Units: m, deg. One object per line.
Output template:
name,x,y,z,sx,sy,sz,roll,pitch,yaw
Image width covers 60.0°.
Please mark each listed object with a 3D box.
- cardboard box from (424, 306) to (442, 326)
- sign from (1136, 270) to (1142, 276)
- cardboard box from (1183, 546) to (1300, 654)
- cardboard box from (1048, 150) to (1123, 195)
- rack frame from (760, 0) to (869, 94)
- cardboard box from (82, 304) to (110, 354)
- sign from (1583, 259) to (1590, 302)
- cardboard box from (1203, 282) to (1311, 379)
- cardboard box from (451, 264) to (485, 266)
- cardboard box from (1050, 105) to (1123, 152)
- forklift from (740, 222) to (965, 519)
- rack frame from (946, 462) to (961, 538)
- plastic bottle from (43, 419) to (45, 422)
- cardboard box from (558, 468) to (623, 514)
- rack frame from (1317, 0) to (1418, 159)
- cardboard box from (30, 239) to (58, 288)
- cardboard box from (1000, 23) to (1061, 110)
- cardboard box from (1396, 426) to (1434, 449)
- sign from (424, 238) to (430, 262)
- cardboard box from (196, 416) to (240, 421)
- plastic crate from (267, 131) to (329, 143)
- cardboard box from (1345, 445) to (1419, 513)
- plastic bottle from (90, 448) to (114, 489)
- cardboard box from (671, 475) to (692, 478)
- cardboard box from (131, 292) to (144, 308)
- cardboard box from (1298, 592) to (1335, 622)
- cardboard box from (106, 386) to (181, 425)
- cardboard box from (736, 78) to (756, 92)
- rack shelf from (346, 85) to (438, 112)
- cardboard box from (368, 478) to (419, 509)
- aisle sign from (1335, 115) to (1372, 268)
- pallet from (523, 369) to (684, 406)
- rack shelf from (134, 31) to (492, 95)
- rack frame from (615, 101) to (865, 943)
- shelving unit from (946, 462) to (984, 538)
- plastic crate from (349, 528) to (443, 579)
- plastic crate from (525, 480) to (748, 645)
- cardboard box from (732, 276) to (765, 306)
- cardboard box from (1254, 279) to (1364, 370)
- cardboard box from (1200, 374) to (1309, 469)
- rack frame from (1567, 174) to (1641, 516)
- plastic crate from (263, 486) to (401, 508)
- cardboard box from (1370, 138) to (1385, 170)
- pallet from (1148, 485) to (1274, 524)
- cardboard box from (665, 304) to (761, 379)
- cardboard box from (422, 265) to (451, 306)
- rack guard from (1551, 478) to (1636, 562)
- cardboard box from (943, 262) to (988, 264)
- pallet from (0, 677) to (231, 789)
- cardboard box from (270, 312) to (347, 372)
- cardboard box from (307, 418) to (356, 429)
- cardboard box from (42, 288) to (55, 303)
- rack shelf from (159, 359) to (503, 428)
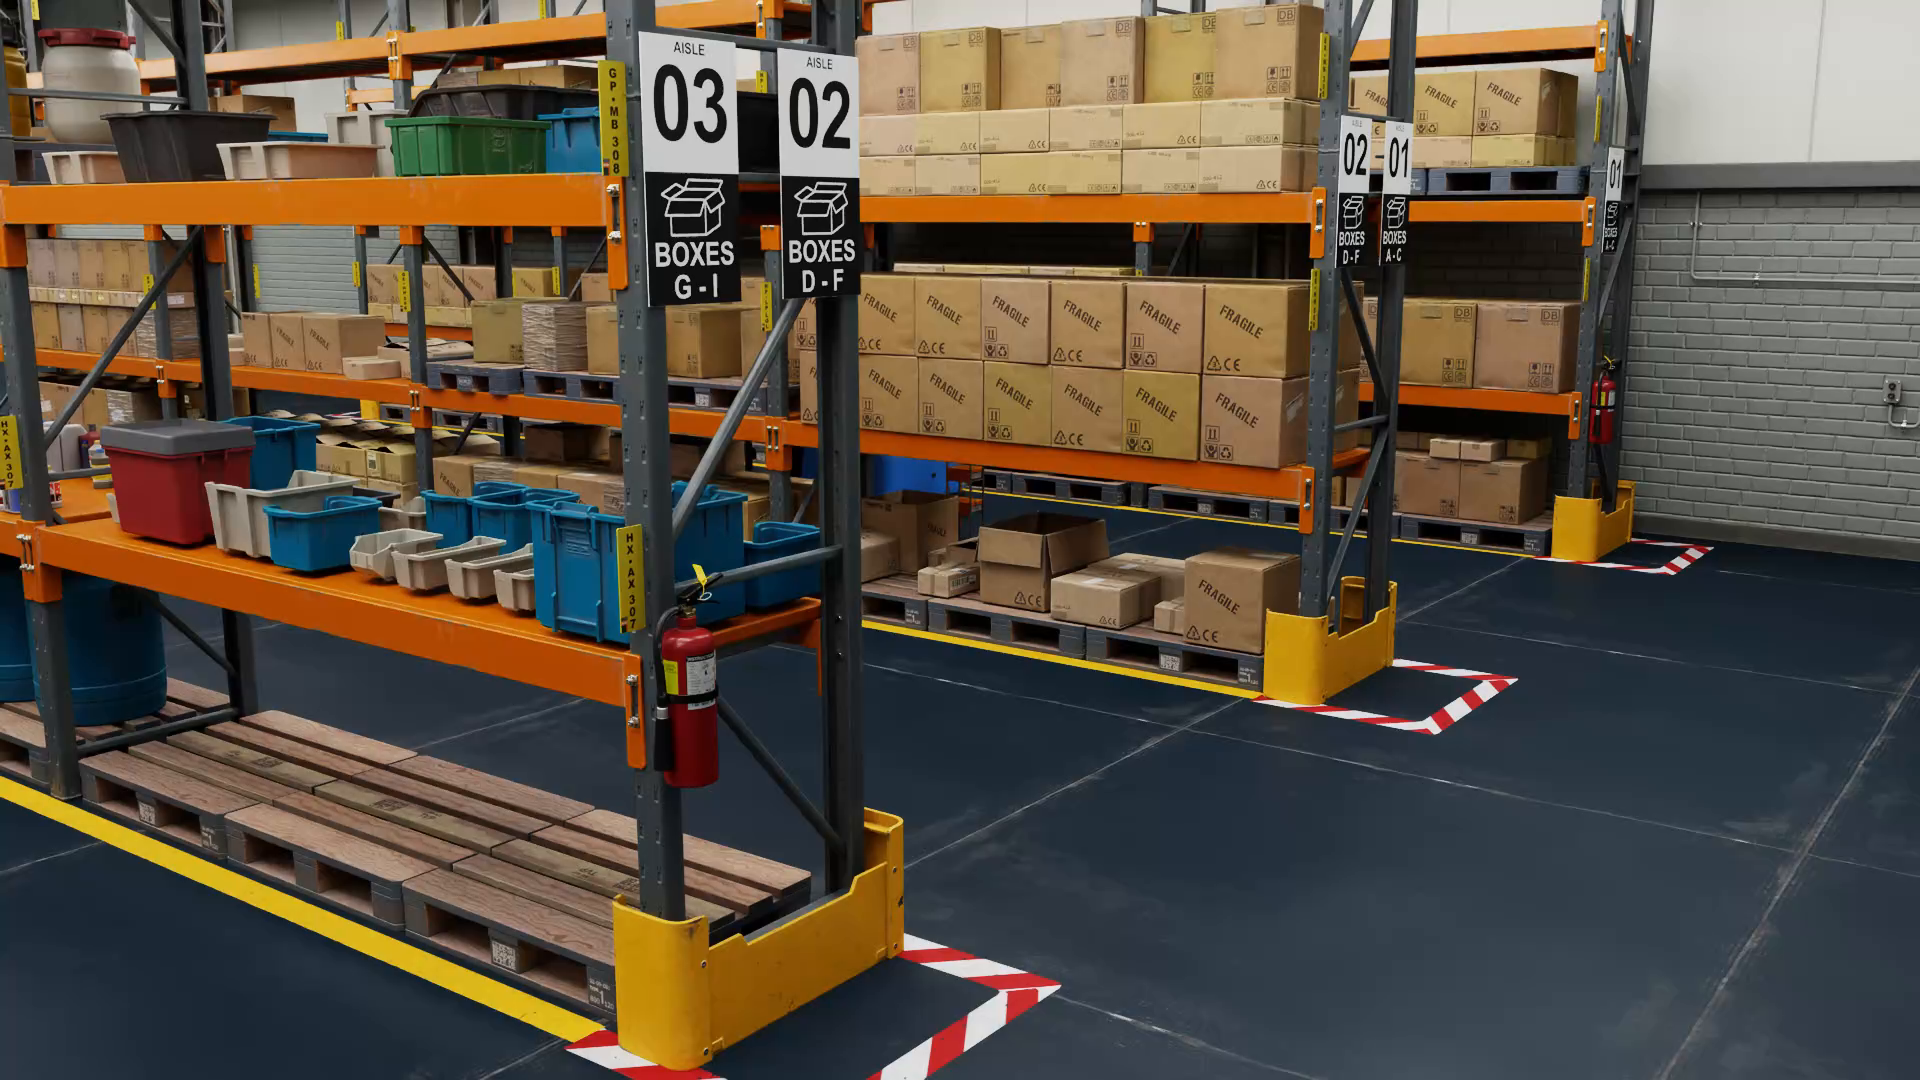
cardboard box,-6.686,-2.921,21.571,0.500,0.250,0.500,8,13,35
sign,1.634,-2.299,15.174,0.005,0.325,0.100,8,13,36
cardboard box,1.658,0.343,9.781,0.500,0.500,0.500,8,13,36
cardboard box,0.865,-2.173,9.863,0.500,0.250,0.500,8,13,36
rack frame,-0.982,-4.040,11.219,0.127,3.000,1.000,8,13,36
cardboard box,-8.623,-2.207,17.278,0.500,0.500,0.700,8,14,36
sign,4.839,-2.007,12.833,0.005,0.325,0.100,8,13,36
cardboard box,1.720,-1.193,9.401,0.500,0.500,0.500,8,13,35
cardboard box,-6.400,-3.371,21.923,0.500,0.500,0.500,7,13,34
cardboard box,0.873,-2.421,9.827,0.500,0.250,0.500,8,13,36
forklift,-1.381,-1.692,15.059,3.031,2.935,1.130,10,15,41
rack frame,-0.055,-0.523,13.970,0.008,1.050,0.200,8,13,36
plastic bottle,-5.075,-0.531,9.216,0.097,0.271,0.097,0,11,0
cardboard box,-2.758,-0.265,12.924,0.500,0.500,0.500,7,13,34
rack frame,2.242,-3.590,8.895,0.127,3.000,1.000,8,13,36
cardboard box,-9.409,-2.954,17.724,0.500,0.500,0.700,8,14,36
cardboard box,0.651,-2.892,10.289,0.500,0.500,0.700,8,13,36
cardboard box,3.951,-0.894,14.523,0.250,0.149,0.380,8,14,36
sign,-7.380,-4.009,22.972,0.005,0.325,0.100,8,13,36
cardboard box,-7.244,-1.041,16.169,0.500,0.311,0.500,8,14,36
plastic crate,-2.994,-1.673,7.326,0.300,0.233,0.416,8,13,36
cardboard box,3.739,-0.558,14.494,0.500,0.500,0.700,7,13,34
plastic bottle,-4.418,-0.369,8.564,0.097,0.201,0.097,0,11,0
cardboard box,-2.063,-0.290,13.056,0.500,0.500,0.500,8,14,36
cardboard box,-7.974,-2.387,16.501,0.250,0.149,0.380,8,13,34
cardboard box,2.108,0.439,10.209,0.250,0.149,0.380,8,13,36
cardboard box,-8.329,-1.295,16.985,0.500,0.500,0.500,8,13,36
cardboard box,-1.344,-2.939,11.796,0.600,0.600,0.600,6,13,30
rack shelf,-6.113,-5.568,21.021,4.000,0.370,1.077,8,13,36
cardboard box,-4.775,-0.422,14.448,0.500,0.250,0.500,8,14,37
aisle sign,2.116,-1.866,8.936,0.004,0.787,0.394,8,13,36
pallet,-2.636,-1.232,13.005,1.213,0.211,1.003,8,13,36
rack shelf,-5.818,-4.165,14.812,4.000,0.370,1.077,8,13,36
rack frame,-0.693,0.113,5.547,0.127,3.000,1.000,8,13,36
shelving unit,0.043,-0.509,13.899,0.252,1.050,0.215,8,13,36
plastic crate,-2.171,0.056,6.377,0.250,0.136,0.298,8,13,36
plastic crate,-1.073,0.057,5.585,0.499,0.435,0.616,8,13,36
cardboard box,-2.128,-2.678,18.553,0.500,0.500,0.700,6,13,30
cardboard box,2.040,-1.275,9.827,0.500,0.500,0.500,8,14,37
cardboard box,1.720,-0.702,9.500,0.500,0.500,0.500,8,14,37
rack frame,5.171,-1.403,13.387,0.127,3.000,1.000,8,13,36
plastic crate,-2.856,-0.146,7.454,0.590,0.125,0.437,8,13,36
cardboard box,3.581,-3.216,13.882,0.500,0.250,0.500,7,13,34
pallet,2.514,-0.387,15.472,1.213,0.211,1.003,8,13,36
cardboard box,-1.823,-1.505,12.541,0.700,0.500,0.500,-11,15,-44
cardboard box,-6.713,-3.291,21.510,0.500,0.500,0.500,7,13,34
rack guard,5.190,-0.173,13.610,0.348,0.500,1.175,8,13,36
cardboard box,0.069,-2.748,17.262,0.500,0.250,0.500,8,13,34
pallet,-4.514,0.939,8.618,1.213,0.211,1.003,8,13,36
cardboard box,-5.992,-1.838,15.372,0.500,0.500,0.500,8,14,36
cardboard box,-6.110,-1.010,16.008,0.500,0.311,0.500,8,13,35
cardboard box,-9.426,-2.589,17.546,0.250,0.149,0.380,8,13,35
rack shelf,-5.818,-1.416,15.344,4.000,0.370,1.077,8,13,36
